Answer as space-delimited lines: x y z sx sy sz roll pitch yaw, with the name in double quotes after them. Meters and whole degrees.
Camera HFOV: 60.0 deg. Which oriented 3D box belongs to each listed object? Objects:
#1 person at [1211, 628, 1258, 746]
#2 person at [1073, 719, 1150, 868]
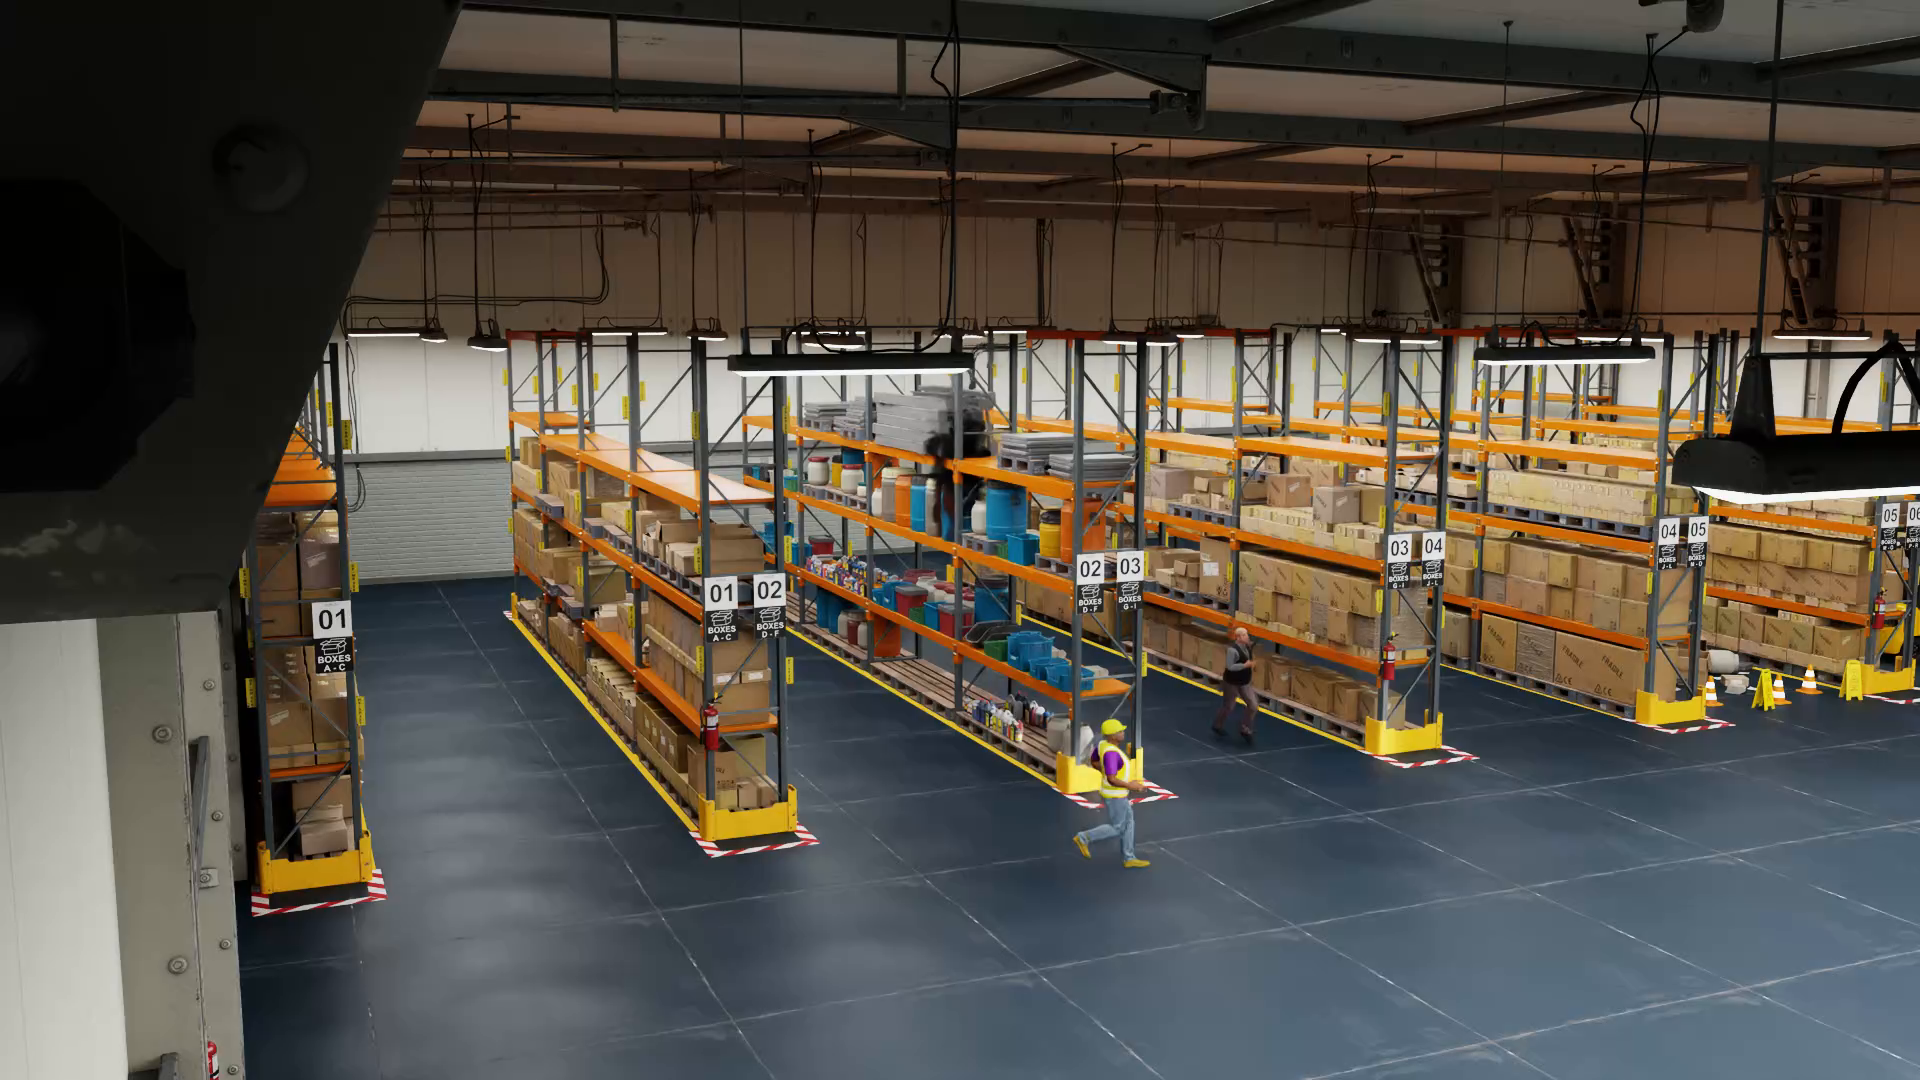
4.072 2.161 24.562 0.625 1.791 0.830 -6 10 -39 "person"
1.735 2.900 18.983 0.895 1.749 0.709 0 8 -1 "person"
